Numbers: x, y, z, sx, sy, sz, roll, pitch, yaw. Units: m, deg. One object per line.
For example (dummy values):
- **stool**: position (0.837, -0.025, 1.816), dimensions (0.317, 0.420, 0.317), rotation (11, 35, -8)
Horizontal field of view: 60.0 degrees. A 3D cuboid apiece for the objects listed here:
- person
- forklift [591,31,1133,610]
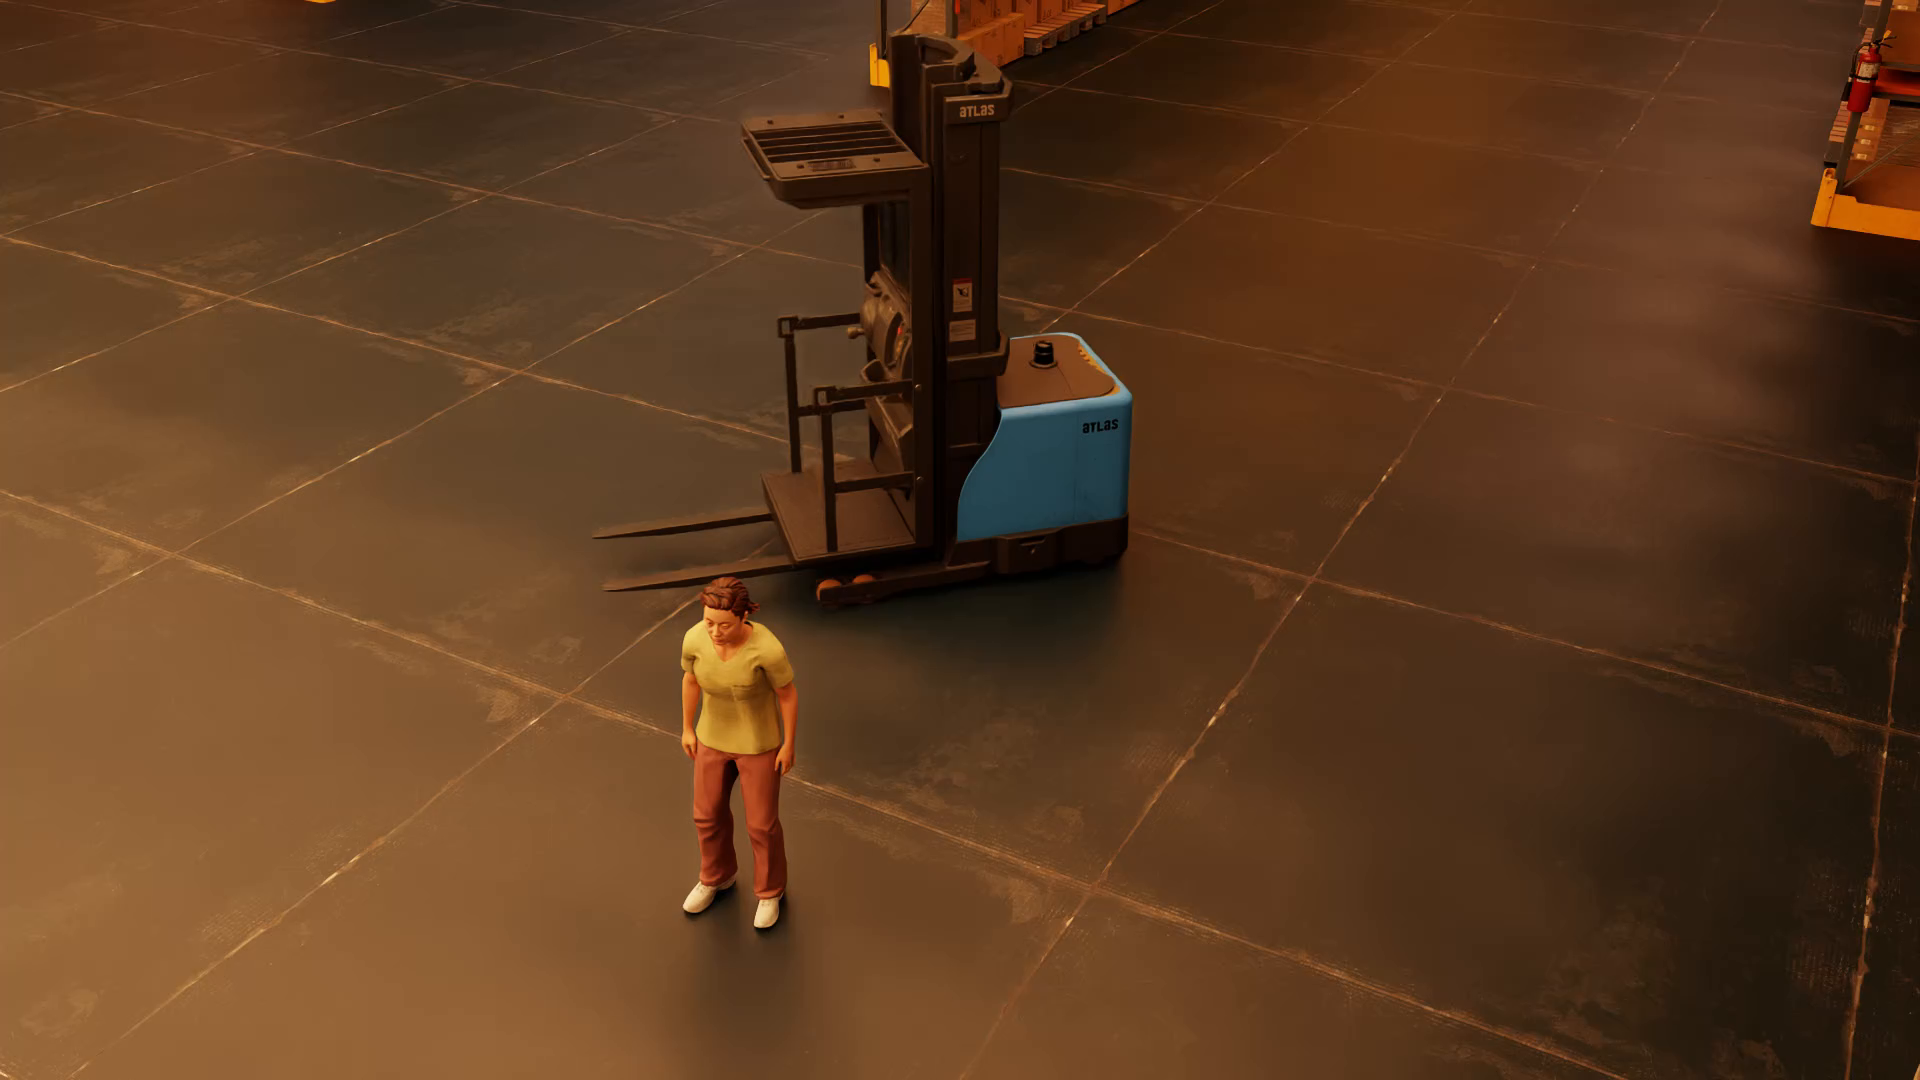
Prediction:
- **person**: position (-0.921, 0.850, 6.859), dimensions (0.506, 1.671, 0.364), rotation (8, 31, 13)
- **forklift**: position (-0.592, -1.173, 9.103), dimensions (3.031, 2.935, 1.130), rotation (-8, 31, -14)
